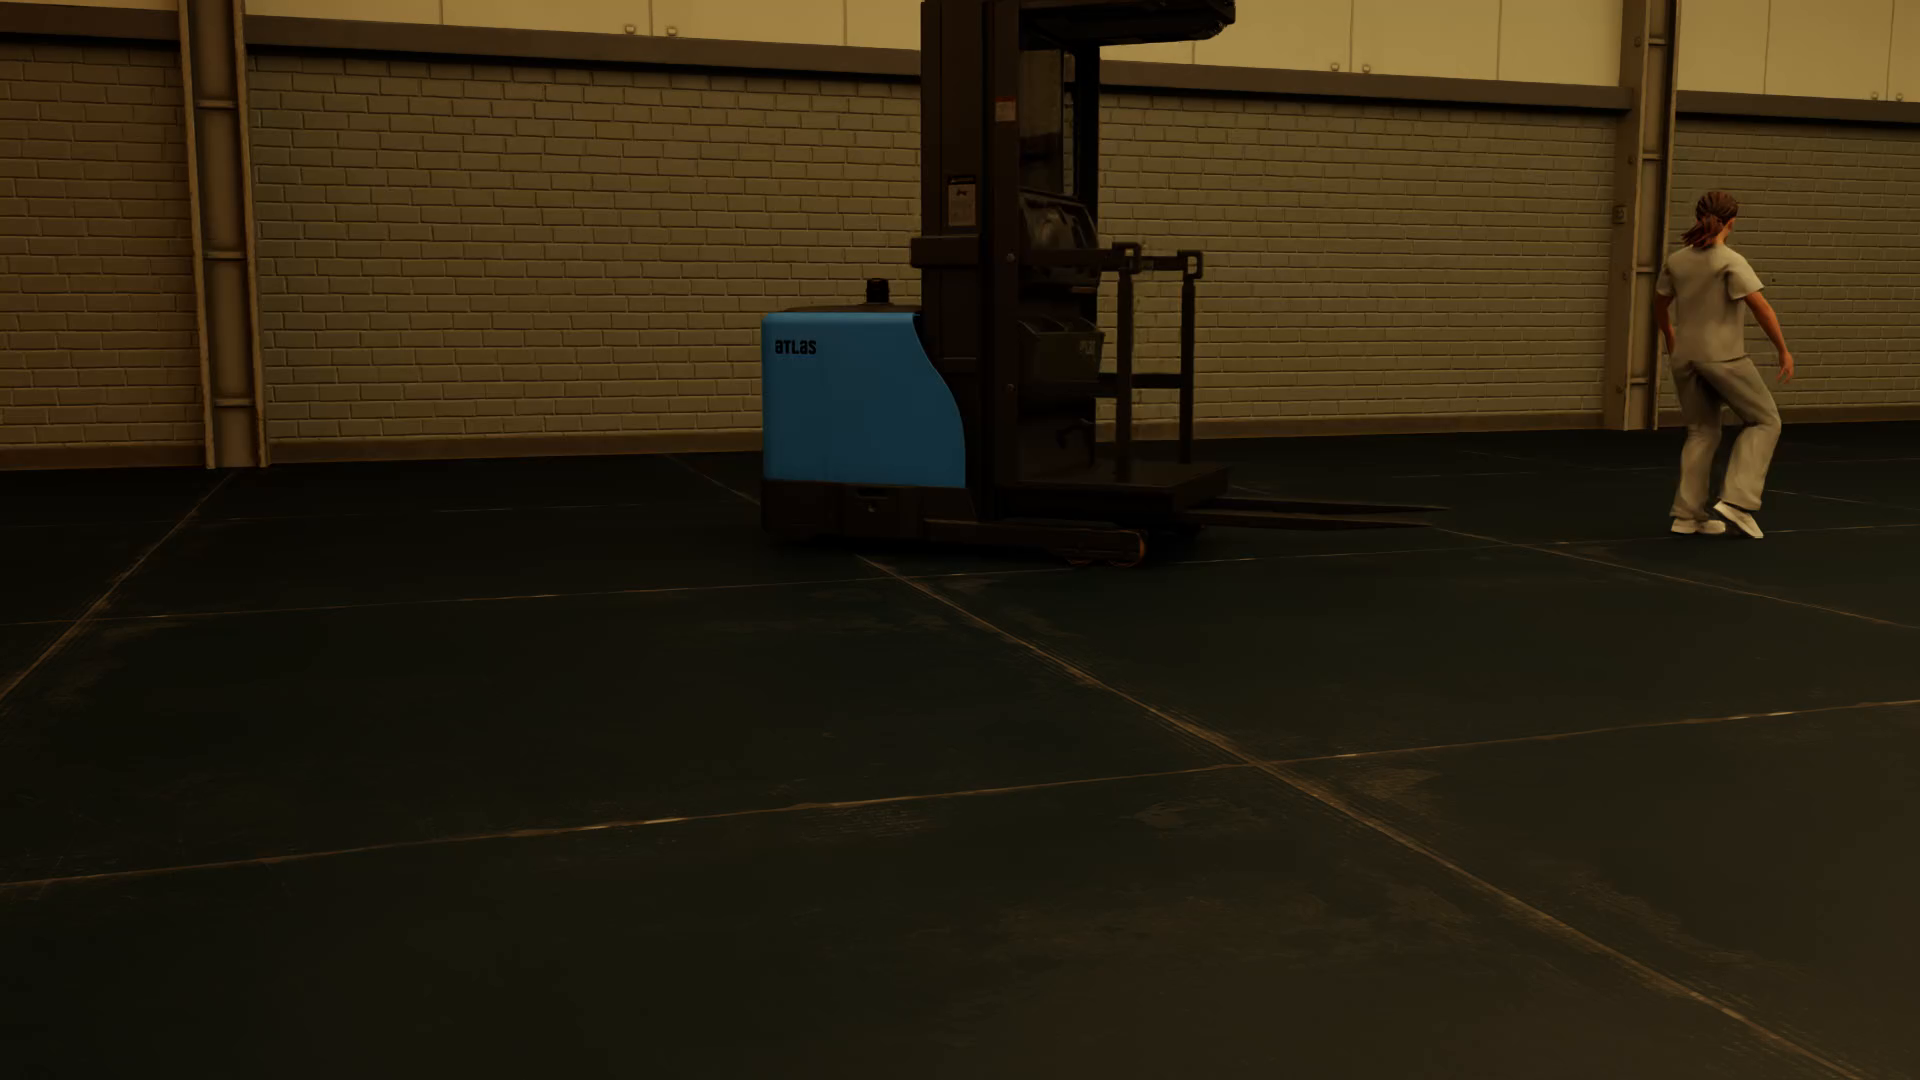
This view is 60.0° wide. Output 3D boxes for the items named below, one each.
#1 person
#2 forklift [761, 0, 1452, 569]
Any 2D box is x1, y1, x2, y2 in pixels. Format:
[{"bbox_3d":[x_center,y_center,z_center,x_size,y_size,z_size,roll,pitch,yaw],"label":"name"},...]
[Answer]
[{"bbox_3d":[3.651,-0.839,8.069,0.462,1.678,0.760,-3,8,-22],"label":"person"},{"bbox_3d":[0.638,-1.412,7.427,3.031,2.935,1.130,3,8,23],"label":"forklift"}]
